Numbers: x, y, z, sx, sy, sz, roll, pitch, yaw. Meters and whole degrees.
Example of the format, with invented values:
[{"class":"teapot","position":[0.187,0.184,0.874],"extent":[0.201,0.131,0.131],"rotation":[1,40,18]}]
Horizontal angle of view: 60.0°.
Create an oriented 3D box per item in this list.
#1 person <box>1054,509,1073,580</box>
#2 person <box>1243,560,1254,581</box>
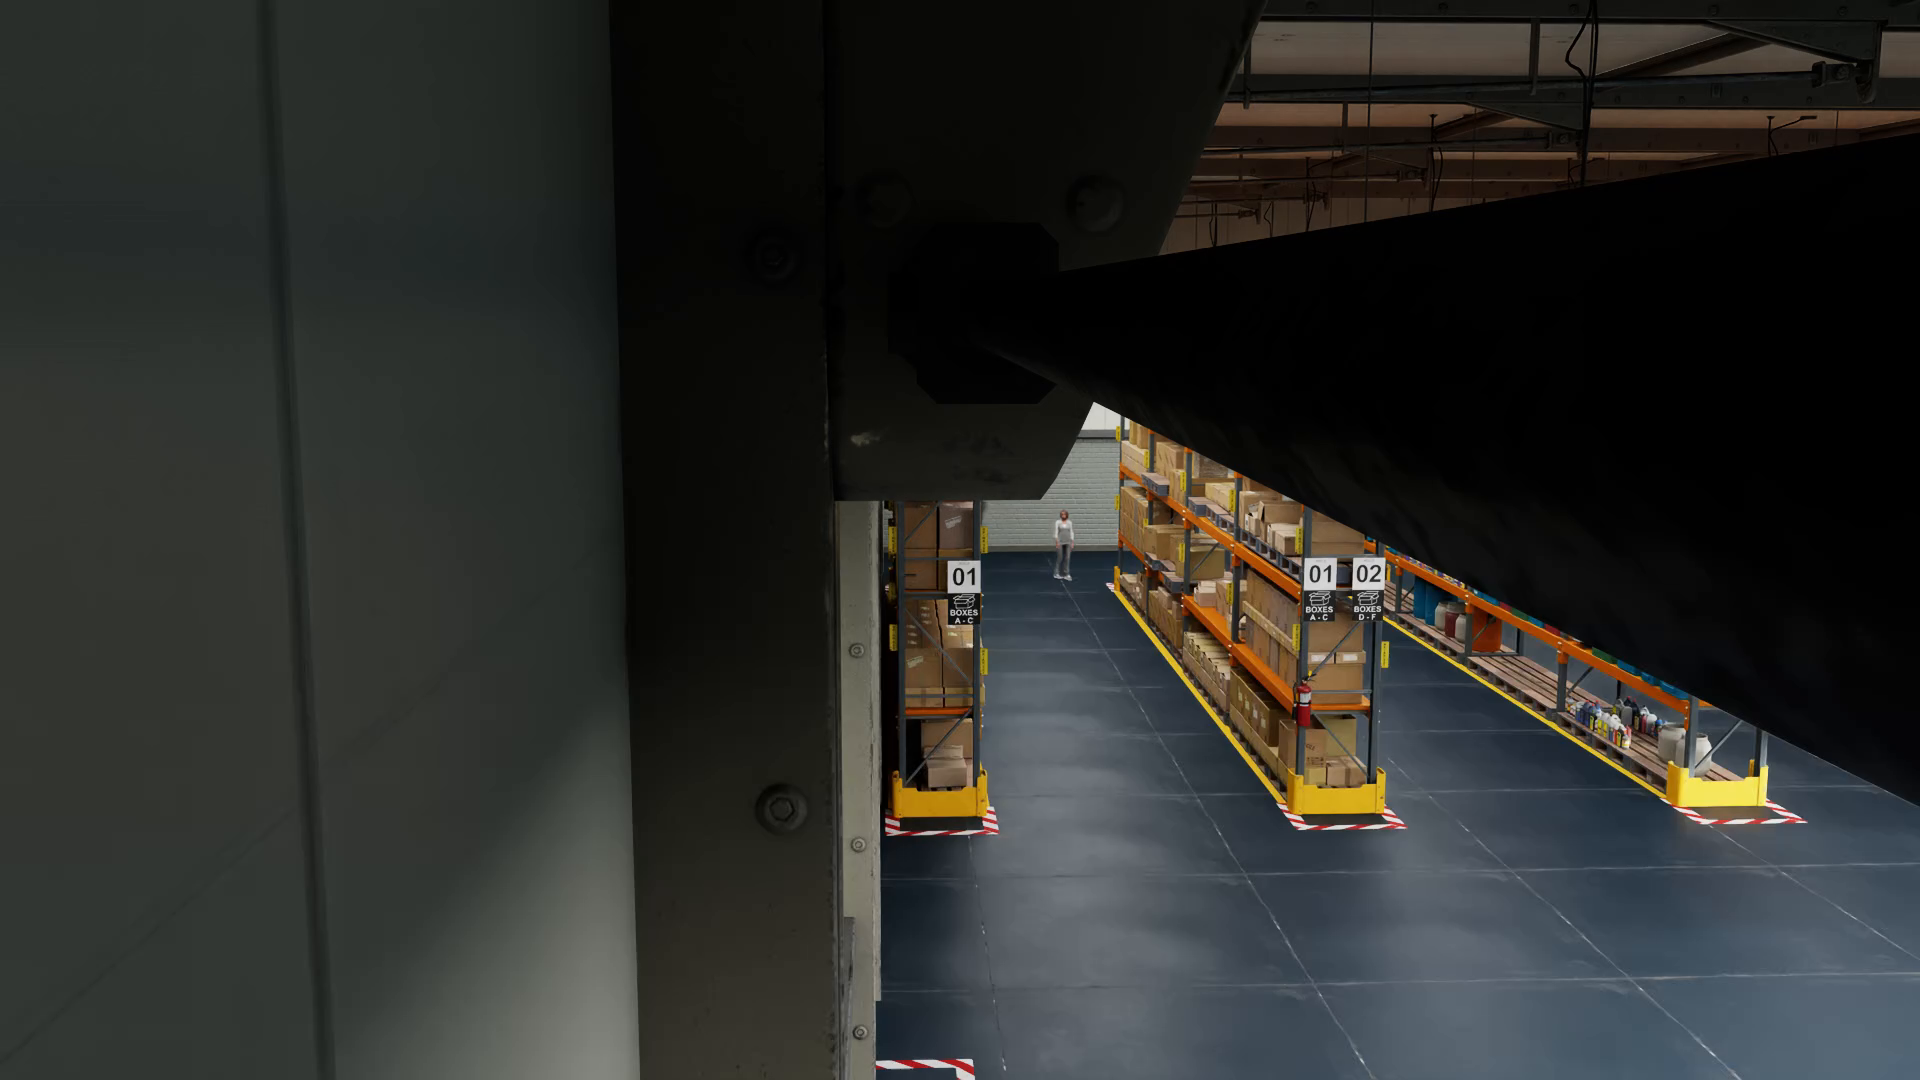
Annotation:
[{"class":"person","position":[2.361,0.108,37.851],"extent":[0.433,1.612,0.453],"rotation":[-5,9,-29]},{"class":"person","position":[5.937,0.587,34.106],"extent":[0.569,1.678,0.841],"rotation":[-1,8,-6]}]
